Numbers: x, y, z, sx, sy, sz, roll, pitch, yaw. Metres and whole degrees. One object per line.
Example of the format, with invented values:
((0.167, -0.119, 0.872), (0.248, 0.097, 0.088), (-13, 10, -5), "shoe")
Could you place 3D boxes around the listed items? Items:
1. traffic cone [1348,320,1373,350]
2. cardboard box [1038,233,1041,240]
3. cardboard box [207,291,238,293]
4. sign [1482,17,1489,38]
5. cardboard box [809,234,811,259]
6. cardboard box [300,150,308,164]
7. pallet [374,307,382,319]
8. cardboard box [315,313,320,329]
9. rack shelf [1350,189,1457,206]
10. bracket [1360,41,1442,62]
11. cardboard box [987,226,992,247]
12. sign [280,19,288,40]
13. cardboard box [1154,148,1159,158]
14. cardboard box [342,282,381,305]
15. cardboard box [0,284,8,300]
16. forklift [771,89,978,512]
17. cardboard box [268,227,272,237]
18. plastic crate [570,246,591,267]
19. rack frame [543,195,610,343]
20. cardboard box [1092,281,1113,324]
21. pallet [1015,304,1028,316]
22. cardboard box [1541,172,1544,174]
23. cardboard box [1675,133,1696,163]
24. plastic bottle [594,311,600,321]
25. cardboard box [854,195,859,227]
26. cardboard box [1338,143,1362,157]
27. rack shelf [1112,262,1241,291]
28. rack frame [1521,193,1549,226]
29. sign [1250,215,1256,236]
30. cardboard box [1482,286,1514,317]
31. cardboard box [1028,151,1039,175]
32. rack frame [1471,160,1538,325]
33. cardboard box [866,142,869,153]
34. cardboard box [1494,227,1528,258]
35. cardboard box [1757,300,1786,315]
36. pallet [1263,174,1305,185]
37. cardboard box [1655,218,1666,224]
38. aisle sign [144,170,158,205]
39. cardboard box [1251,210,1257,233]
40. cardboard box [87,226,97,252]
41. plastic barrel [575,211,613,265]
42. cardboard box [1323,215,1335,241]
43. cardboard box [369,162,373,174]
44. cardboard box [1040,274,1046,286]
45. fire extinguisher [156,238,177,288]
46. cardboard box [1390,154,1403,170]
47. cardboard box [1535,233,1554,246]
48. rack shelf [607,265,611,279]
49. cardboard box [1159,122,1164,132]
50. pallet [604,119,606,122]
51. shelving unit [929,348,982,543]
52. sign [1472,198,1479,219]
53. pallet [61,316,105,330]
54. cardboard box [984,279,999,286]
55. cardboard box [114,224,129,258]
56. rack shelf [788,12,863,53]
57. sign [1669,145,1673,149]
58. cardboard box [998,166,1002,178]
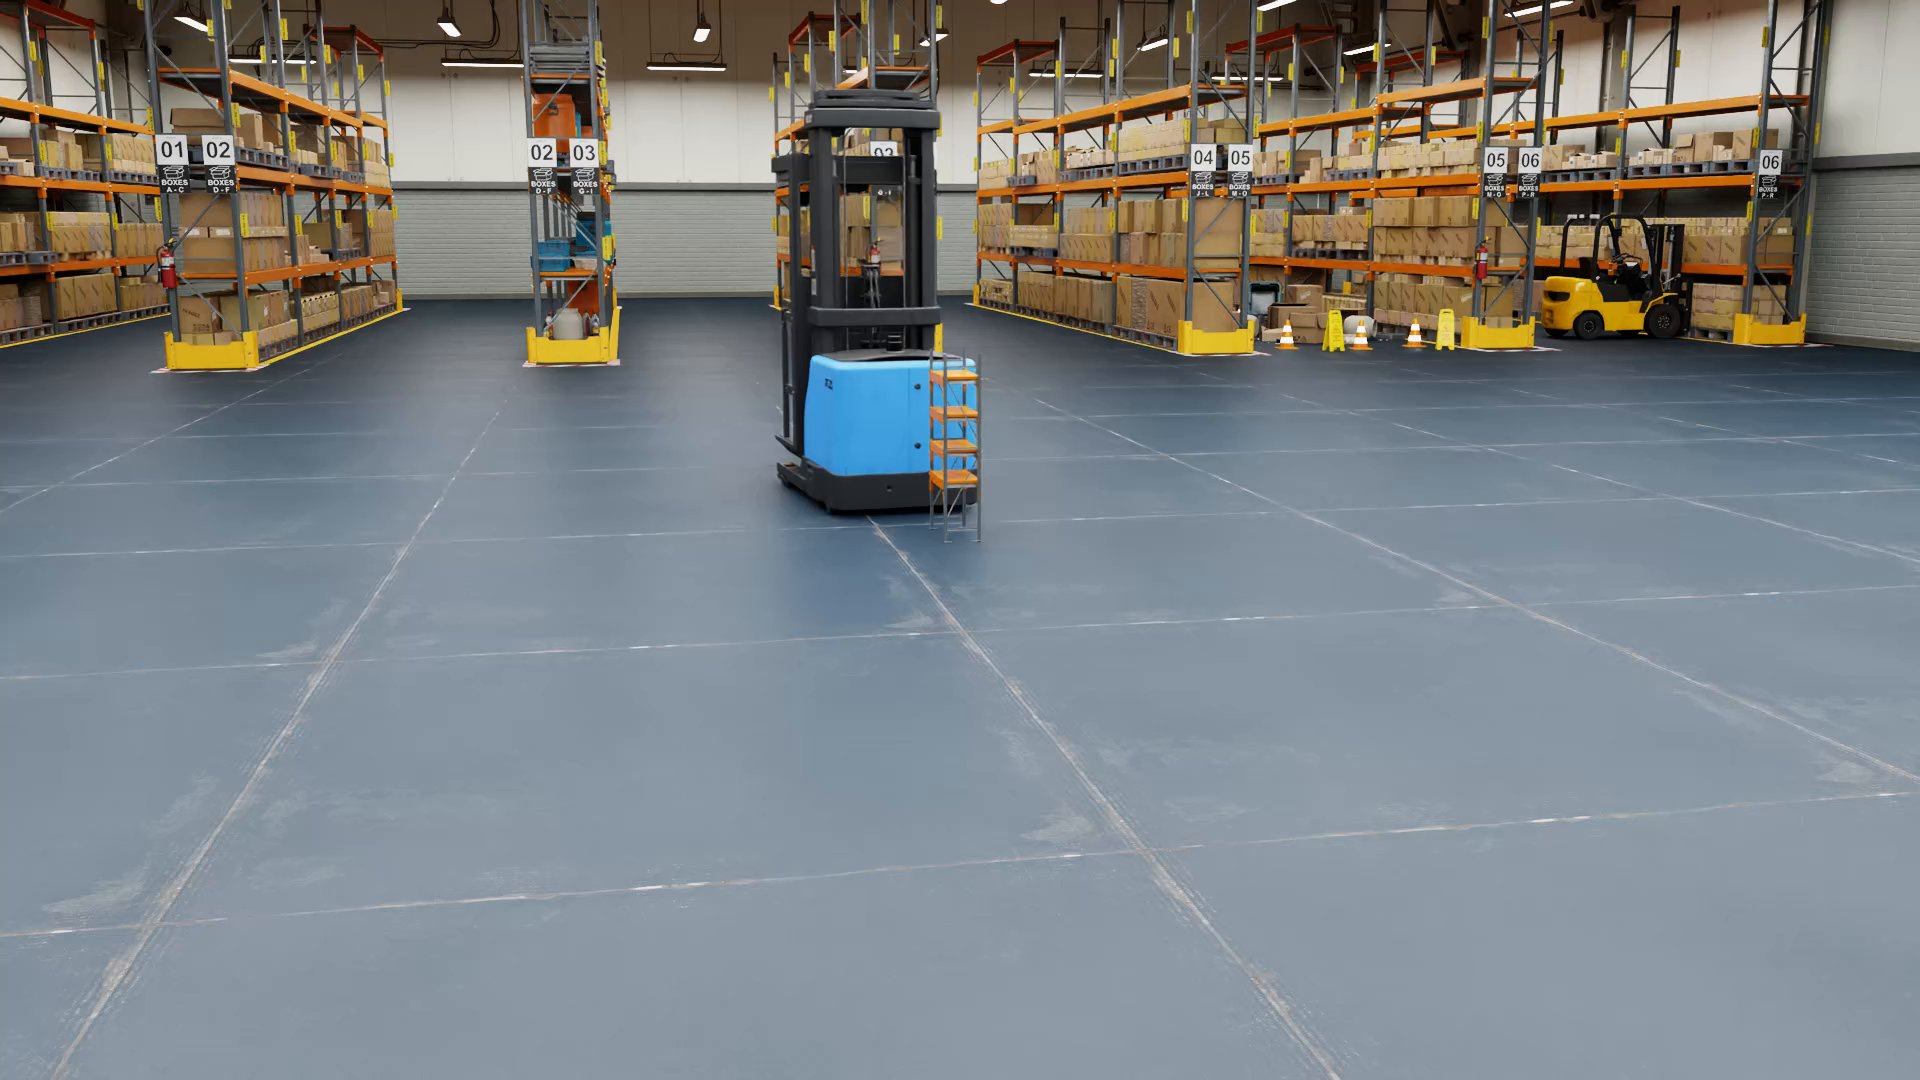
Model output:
((6.498, -3.325, 26.928), (0.336, 0.463, 0.334), (-2, 11, -11), "traffic cone")
((1.827, -6.311, 34.583), (0.380, 0.149, 0.250), (-2, 11, -10), "cardboard box")
((-11.370, -3.600, 25.812), (0.500, 0.500, 0.500), (-2, 11, -11), "cardboard box")
((8.321, -8.109, 26.313), (0.100, 0.325, 0.005), (-2, 11, -11), "sign")
((-2.746, -5.879, 33.297), (0.500, 0.500, 0.500), (-2, 11, -9), "cardboard box")
((-11.762, -6.713, 29.201), (0.500, 0.250, 0.500), (-2, 11, -12), "cardboard box")
((-13.036, -4.879, 35.766), (1.003, 0.211, 1.213), (-2, 11, -11), "pallet")
((-11.384, -3.783, 28.779), (0.500, 0.250, 0.500), (-2, 11, -13), "cardboard box")
((11.015, -8.511, 41.292), (1.077, 0.370, 4.000), (-2, 11, -11), "rack shelf")
((11.222, -12.436, 42.338), (0.076, 0.066, 4.783), (-2, 11, -11), "bracket")
((0.950, -7.293, 39.929), (0.500, 0.500, 0.500), (-2, 11, -10), "cardboard box")
((-10.798, -8.155, 26.553), (0.100, 0.325, 0.005), (-2, 11, -11), "sign")
((3.390, -6.331, 27.194), (0.380, 0.149, 0.250), (-2, 11, -11), "cardboard box")
((-13.274, -5.457, 36.845), (0.797, 0.503, 0.637), (-2, 11, -11), "cardboard box")
((-16.638, -4.234, 28.421), (0.500, 0.250, 0.500), (-2, 11, -11), "cardboard box")
((-0.799, -1.866, 12.660), (1.130, 2.935, 3.031), (-3, 11, -17), "forklift")
((-10.839, -4.748, 25.619), (0.380, 0.149, 0.250), (-2, 11, -9), "cardboard box")
((-6.511, -4.704, 27.554), (0.767, 0.338, 0.504), (-2, 11, -11), "plastic crate")
((-6.488, -4.835, 28.077), (1.000, 3.000, 0.127), (-2, 11, -11), "rack frame")
((3.047, -4.389, 30.626), (1.050, 0.750, 0.750), (-2, 11, -11), "cardboard box")
((1.852, -5.132, 37.093), (1.003, 0.211, 1.213), (-2, 11, -11), "pallet")
((12.345, -7.962, 35.817), (0.380, 0.149, 0.250), (-2, 11, -10), "cardboard box")
((13.235, -6.975, 29.633), (0.797, 0.503, 0.637), (-2, 11, -9), "cardboard box")
((-6.042, -3.607, 27.533), (0.144, 0.351, 0.185), (-3, 11, -14), "plastic bottle")
((-1.398, -5.243, 26.484), (0.500, 0.500, 0.500), (-2, 11, -11), "cardboard box")
((7.634, -7.515, 32.077), (0.500, 0.250, 0.500), (-2, 11, -10), "cardboard box")
((3.645, -4.457, 28.014), (1.077, 0.370, 4.000), (-2, 11, -11), "rack shelf")
((12.178, -6.290, 35.722), (0.949, 2.616, 0.053), (-2, 11, -11), "rack frame")
((4.579, -4.927, 26.031), (0.100, 0.325, 0.005), (-2, 11, -11), "sign")
((8.979, -4.028, 28.063), (0.500, 0.500, 0.500), (-3, 11, -13), "cardboard box")
((1.871, -8.087, 35.739), (0.797, 0.503, 0.637), (-2, 11, -12), "cardboard box")
((8.869, -4.642, 27.062), (1.000, 3.000, 0.127), (-2, 11, -11), "rack frame")
((-1.212, -5.917, 25.073), (0.380, 0.149, 0.250), (-2, 11, -11), "cardboard box")
((9.049, -4.934, 27.535), (0.500, 0.500, 0.500), (-2, 11, -12), "cardboard box")
((13.850, -4.018, 28.678), (0.500, 0.250, 0.500), (-2, 11, -10), "cardboard box")
((7.136, -7.606, 35.119), (1.213, 0.211, 1.003), (-2, 11, -8), "pallet")
((12.955, -5.813, 30.416), (0.380, 0.149, 0.250), (-2, 11, -12), "cardboard box")
((-18.259, -7.977, 37.631), (0.394, 0.787, 0.004), (-2, 11, -11), "aisle sign")
((6.667, -7.013, 36.578), (0.500, 0.500, 0.500), (-2, 11, -12), "cardboard box")
((-17.226, -5.886, 32.482), (0.500, 0.500, 0.500), (-2, 11, -11), "cardboard box")
((-6.266, -5.163, 28.460), (0.600, 0.901, 0.708), (-2, 11, -11), "plastic barrel")
((7.482, -6.135, 32.722), (0.500, 0.500, 0.500), (-3, 11, -13), "cardboard box")
((-12.853, -7.958, 35.527), (0.500, 0.250, 0.500), (-2, 11, -11), "cardboard box")
((1.978, -5.465, 34.946), (0.500, 0.250, 0.500), (-2, 11, -10), "cardboard box")
((-11.002, -3.845, 23.084), (0.296, 0.674, 0.183), (-2, 11, -11), "fire extinguisher")
((8.018, -6.737, 29.651), (0.500, 0.250, 0.500), (-2, 11, -11), "cardboard box")
((12.209, -6.183, 34.226), (0.500, 0.250, 0.500), (-2, 11, -12), "cardboard box")
((-6.877, -4.848, 30.071), (1.077, 0.370, 4.000), (-2, 11, -11), "rack shelf")
((3.439, -6.676, 26.877), (0.380, 0.149, 0.250), (-2, 11, -11), "cardboard box")
((-7.853, -8.809, 34.488), (1.003, 0.211, 1.213), (-2, 11, -11), "pallet")
((-0.032, -0.620, 10.744), (0.258, 1.200, 0.503), (-2, 11, -11), "shelving unit")
((8.321, -5.349, 26.838), (0.100, 0.325, 0.005), (-2, 11, -11), "sign")
((-17.297, -4.209, 32.246), (1.003, 0.211, 1.213), (-2, 11, -11), "pallet")
((0.785, -6.270, 40.529), (0.380, 0.149, 0.250), (-2, 11, -11), "cardboard box")
((-17.851, -6.189, 34.391), (0.980, 0.700, 0.700), (-2, 11, -10), "cardboard box")
((-2.796, -10.342, 34.000), (1.077, 0.370, 4.000), (-2, 11, -11), "rack shelf")
((13.504, -7.344, 31.640), (0.100, 0.325, 0.005), (-2, 11, -11), "sign")
((1.165, -8.556, 38.670), (0.500, 0.250, 0.500), (-2, 11, -9), "cardboard box")
